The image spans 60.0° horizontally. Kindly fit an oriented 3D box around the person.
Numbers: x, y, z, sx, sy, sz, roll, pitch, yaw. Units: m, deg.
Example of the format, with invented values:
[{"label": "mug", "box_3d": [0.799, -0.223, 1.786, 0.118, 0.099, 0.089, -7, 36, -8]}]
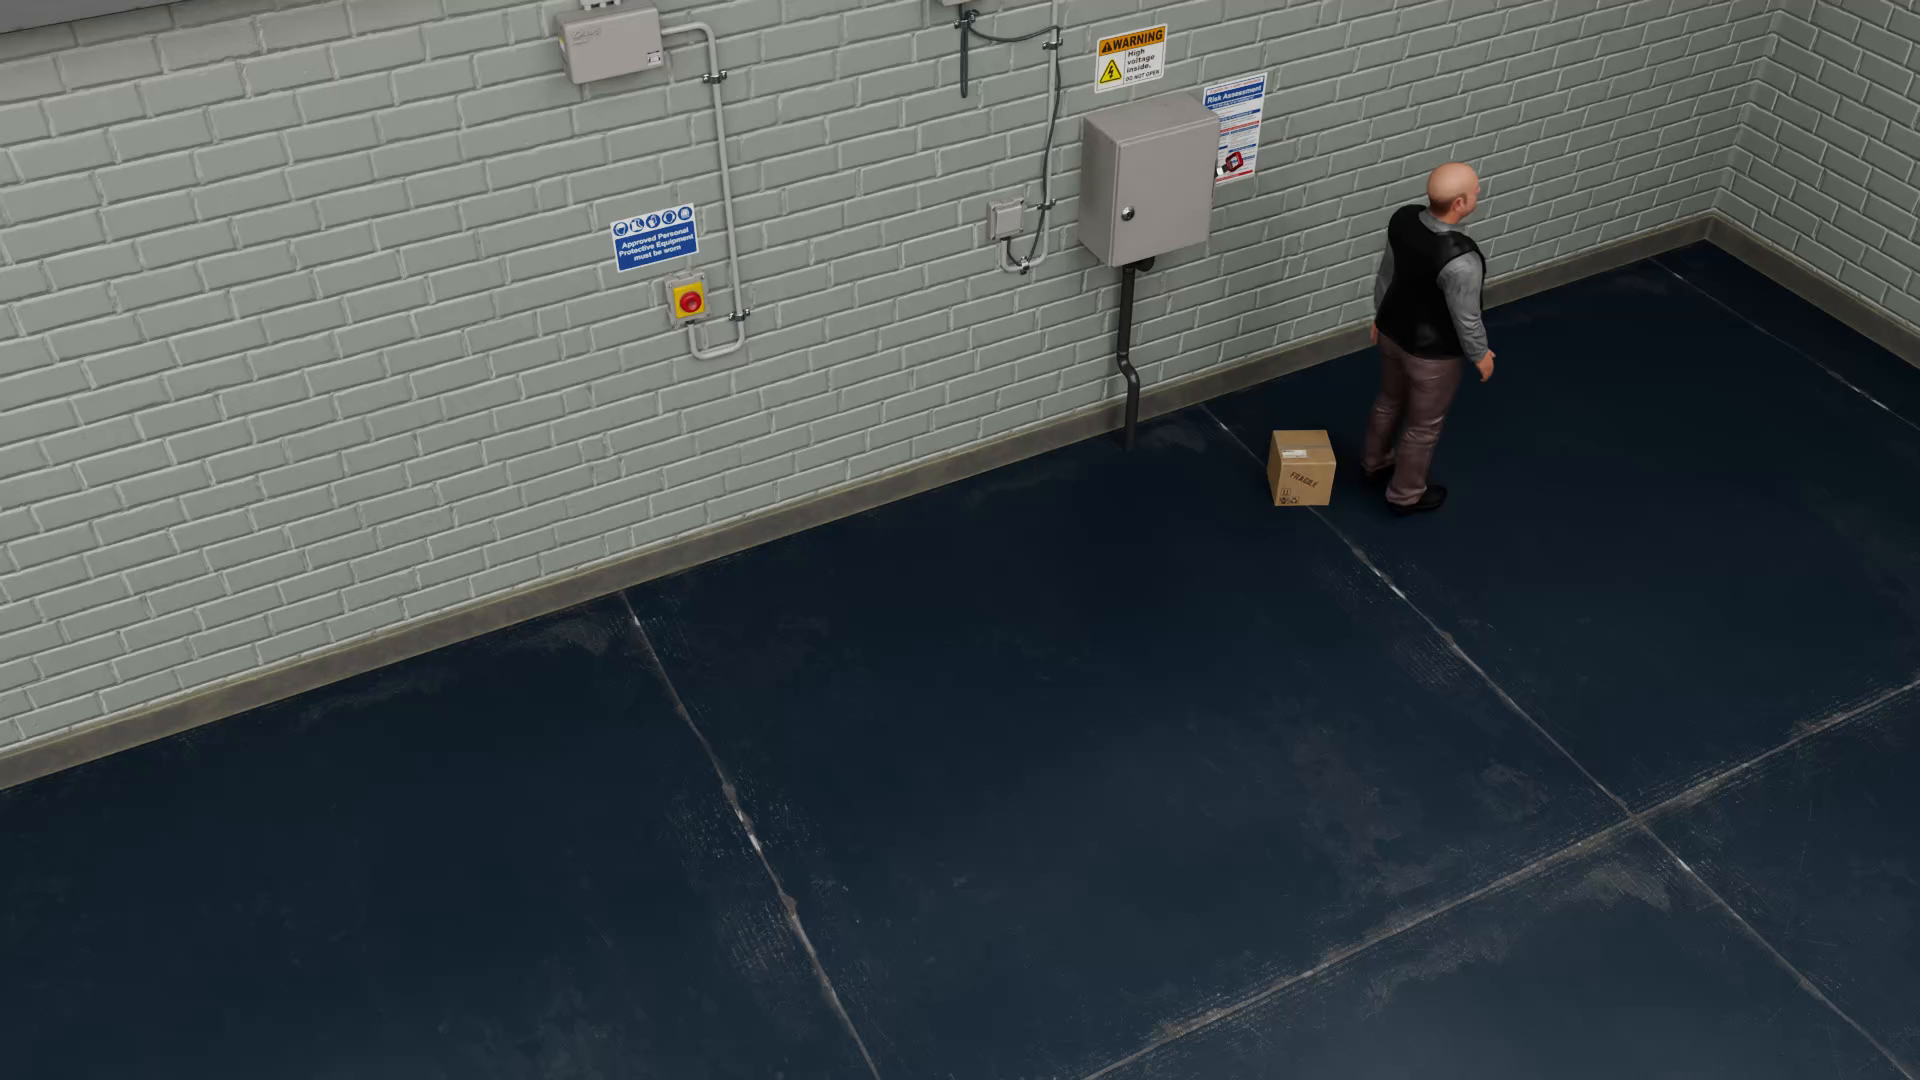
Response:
[{"label": "person", "box_3d": [2.018, -0.835, 7.124, 0.437, 1.760, 0.569, -17, 44, -19]}]
